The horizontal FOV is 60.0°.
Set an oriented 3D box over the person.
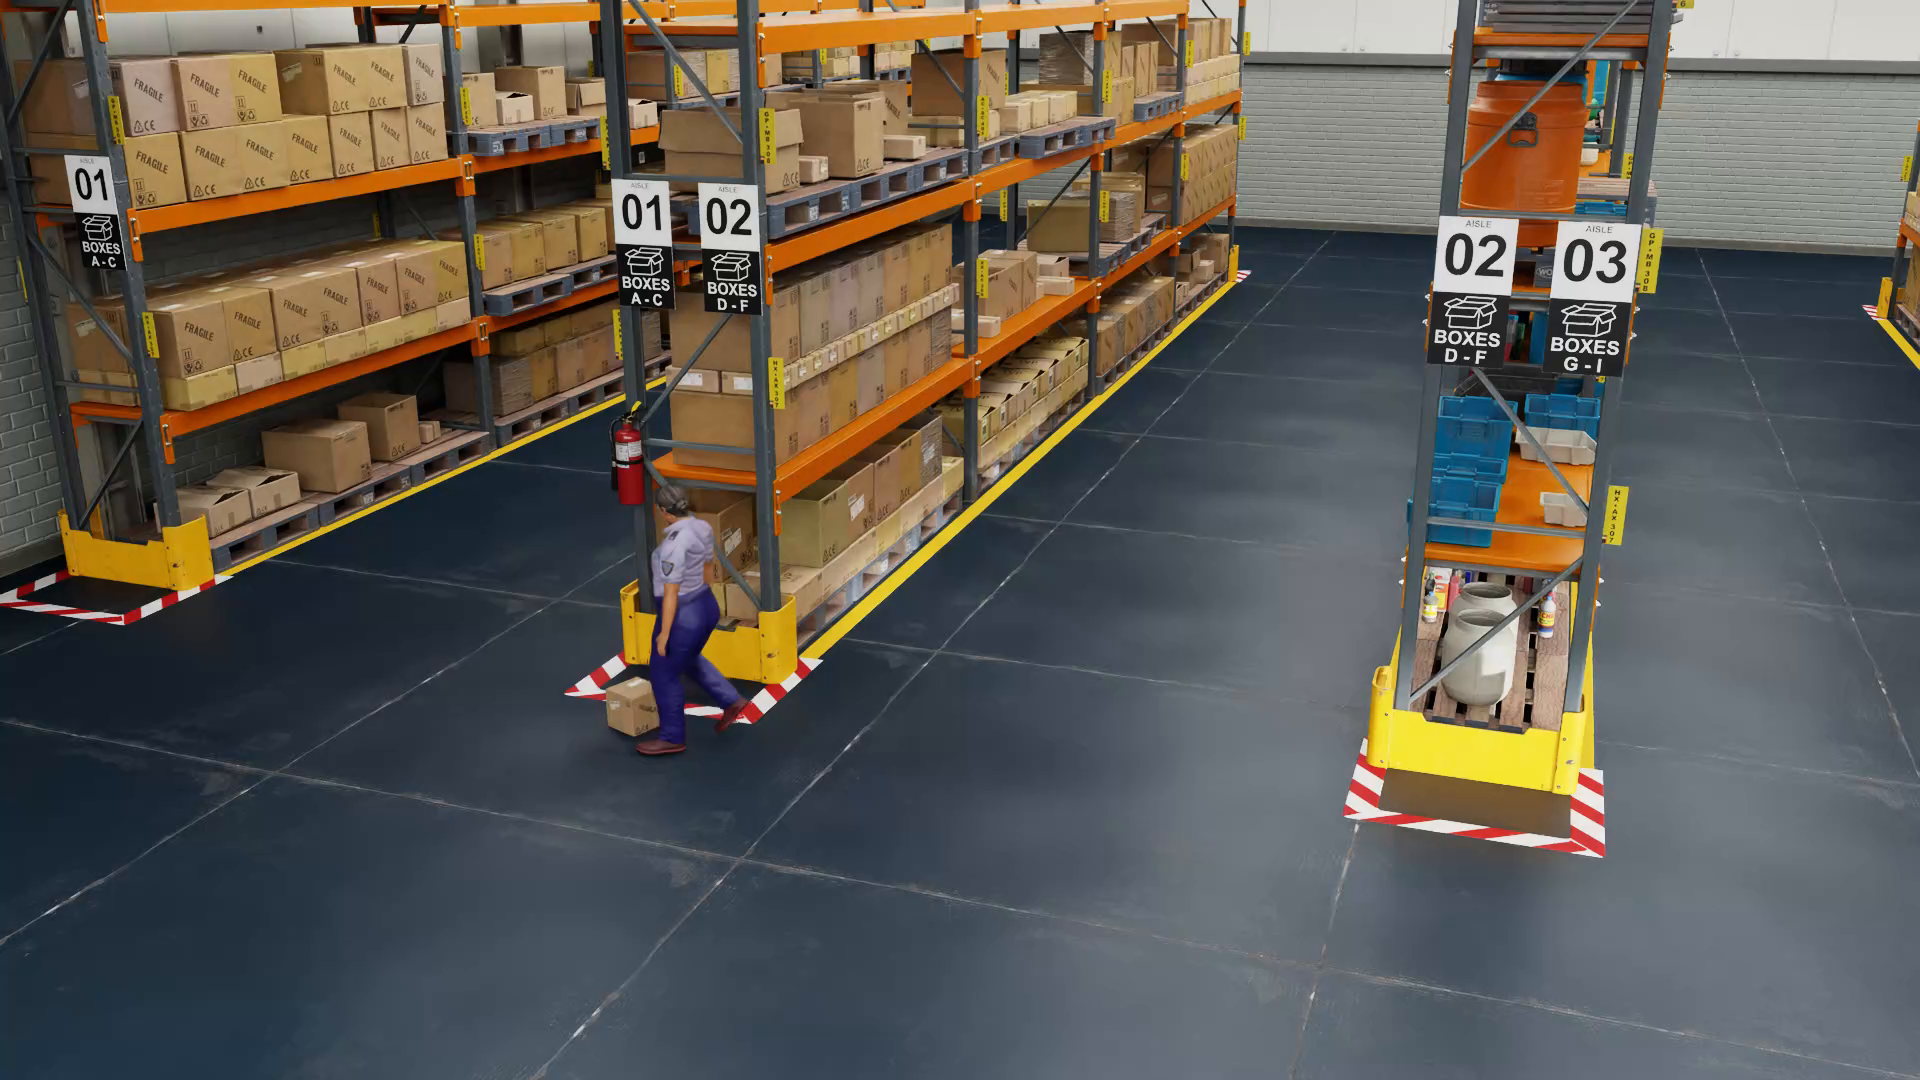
[{"bbox_3d":[-1.601,0.458,9.741,0.589,1.630,0.543,6,20,17],"label":"person"}]
